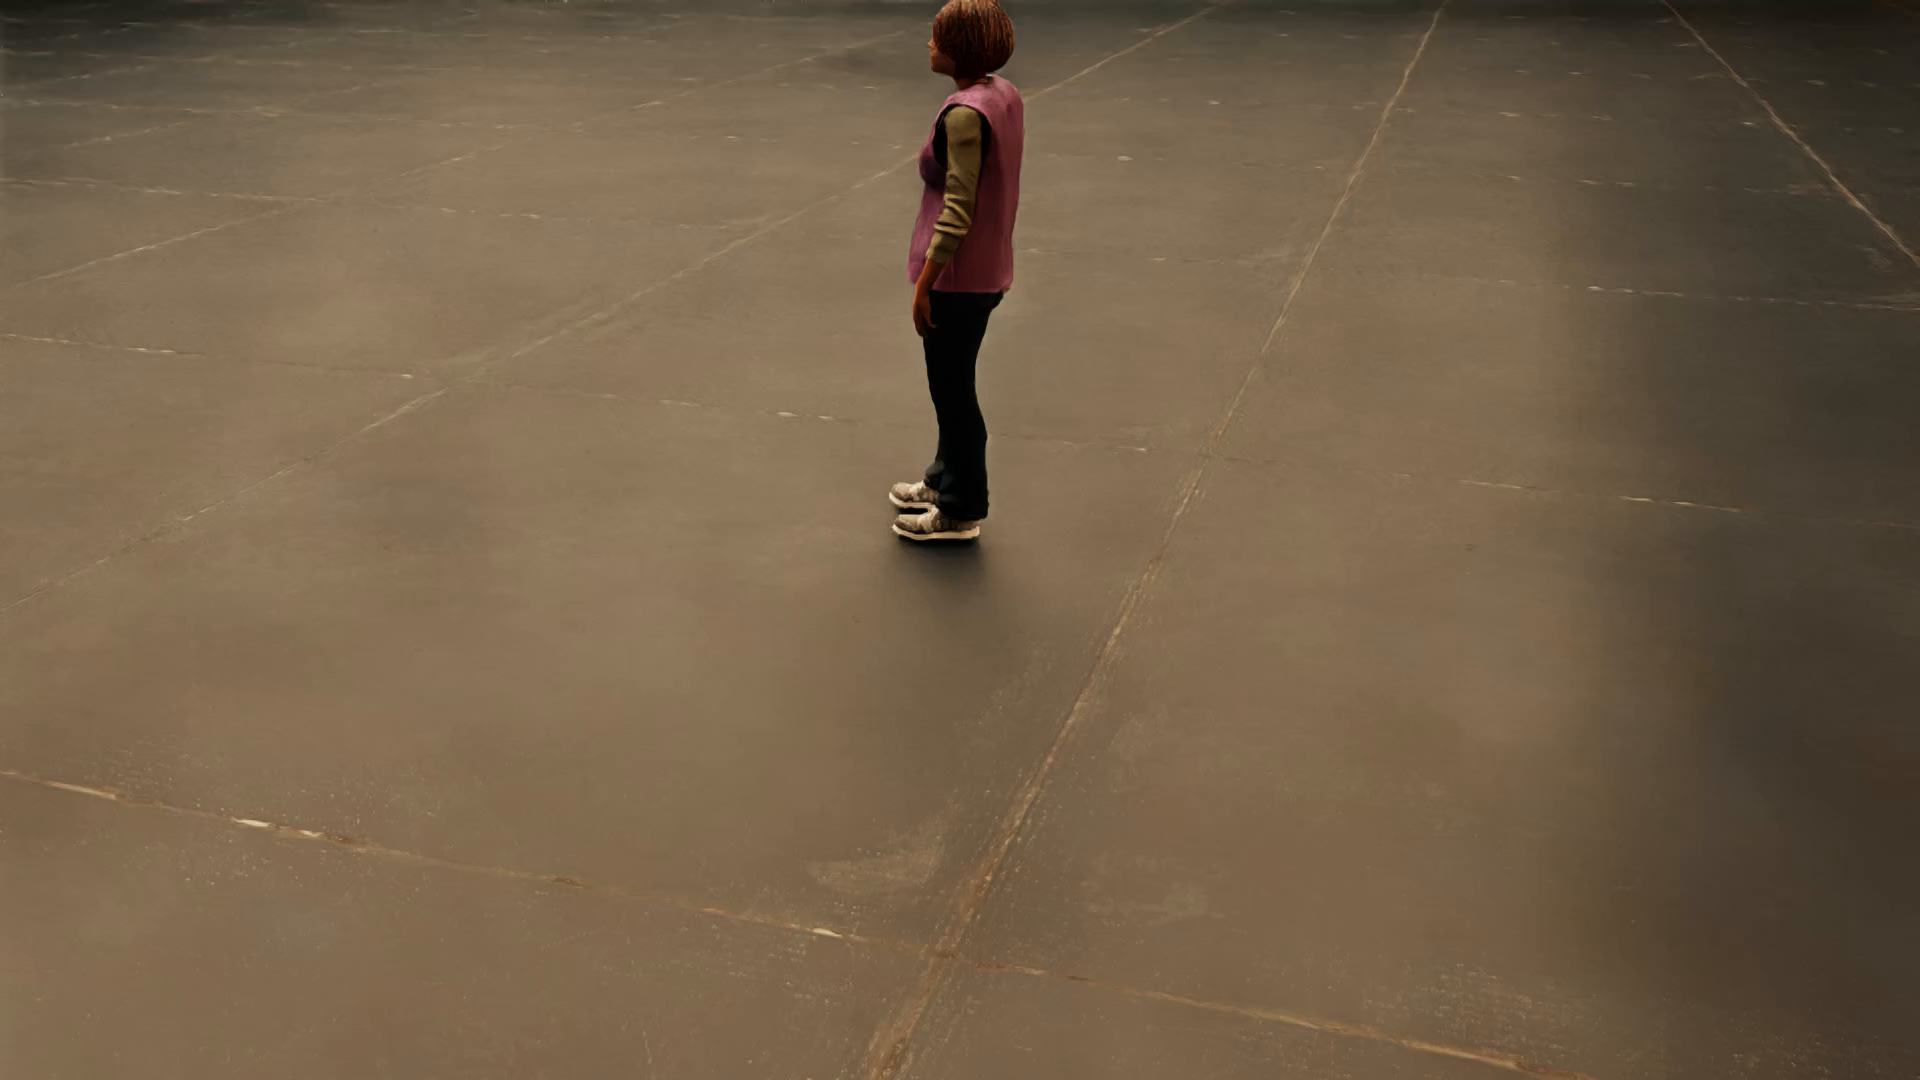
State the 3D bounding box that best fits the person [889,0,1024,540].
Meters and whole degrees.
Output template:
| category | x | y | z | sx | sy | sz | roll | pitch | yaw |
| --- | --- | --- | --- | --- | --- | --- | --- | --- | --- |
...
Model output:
| category | x | y | z | sx | sy | sz | roll | pitch | yaw |
| --- | --- | --- | --- | --- | --- | --- | --- | --- | --- |
| person | -0.067 | -0.758 | 4.846 | 0.474 | 1.597 | 0.520 | 7 | 23 | 16 |
